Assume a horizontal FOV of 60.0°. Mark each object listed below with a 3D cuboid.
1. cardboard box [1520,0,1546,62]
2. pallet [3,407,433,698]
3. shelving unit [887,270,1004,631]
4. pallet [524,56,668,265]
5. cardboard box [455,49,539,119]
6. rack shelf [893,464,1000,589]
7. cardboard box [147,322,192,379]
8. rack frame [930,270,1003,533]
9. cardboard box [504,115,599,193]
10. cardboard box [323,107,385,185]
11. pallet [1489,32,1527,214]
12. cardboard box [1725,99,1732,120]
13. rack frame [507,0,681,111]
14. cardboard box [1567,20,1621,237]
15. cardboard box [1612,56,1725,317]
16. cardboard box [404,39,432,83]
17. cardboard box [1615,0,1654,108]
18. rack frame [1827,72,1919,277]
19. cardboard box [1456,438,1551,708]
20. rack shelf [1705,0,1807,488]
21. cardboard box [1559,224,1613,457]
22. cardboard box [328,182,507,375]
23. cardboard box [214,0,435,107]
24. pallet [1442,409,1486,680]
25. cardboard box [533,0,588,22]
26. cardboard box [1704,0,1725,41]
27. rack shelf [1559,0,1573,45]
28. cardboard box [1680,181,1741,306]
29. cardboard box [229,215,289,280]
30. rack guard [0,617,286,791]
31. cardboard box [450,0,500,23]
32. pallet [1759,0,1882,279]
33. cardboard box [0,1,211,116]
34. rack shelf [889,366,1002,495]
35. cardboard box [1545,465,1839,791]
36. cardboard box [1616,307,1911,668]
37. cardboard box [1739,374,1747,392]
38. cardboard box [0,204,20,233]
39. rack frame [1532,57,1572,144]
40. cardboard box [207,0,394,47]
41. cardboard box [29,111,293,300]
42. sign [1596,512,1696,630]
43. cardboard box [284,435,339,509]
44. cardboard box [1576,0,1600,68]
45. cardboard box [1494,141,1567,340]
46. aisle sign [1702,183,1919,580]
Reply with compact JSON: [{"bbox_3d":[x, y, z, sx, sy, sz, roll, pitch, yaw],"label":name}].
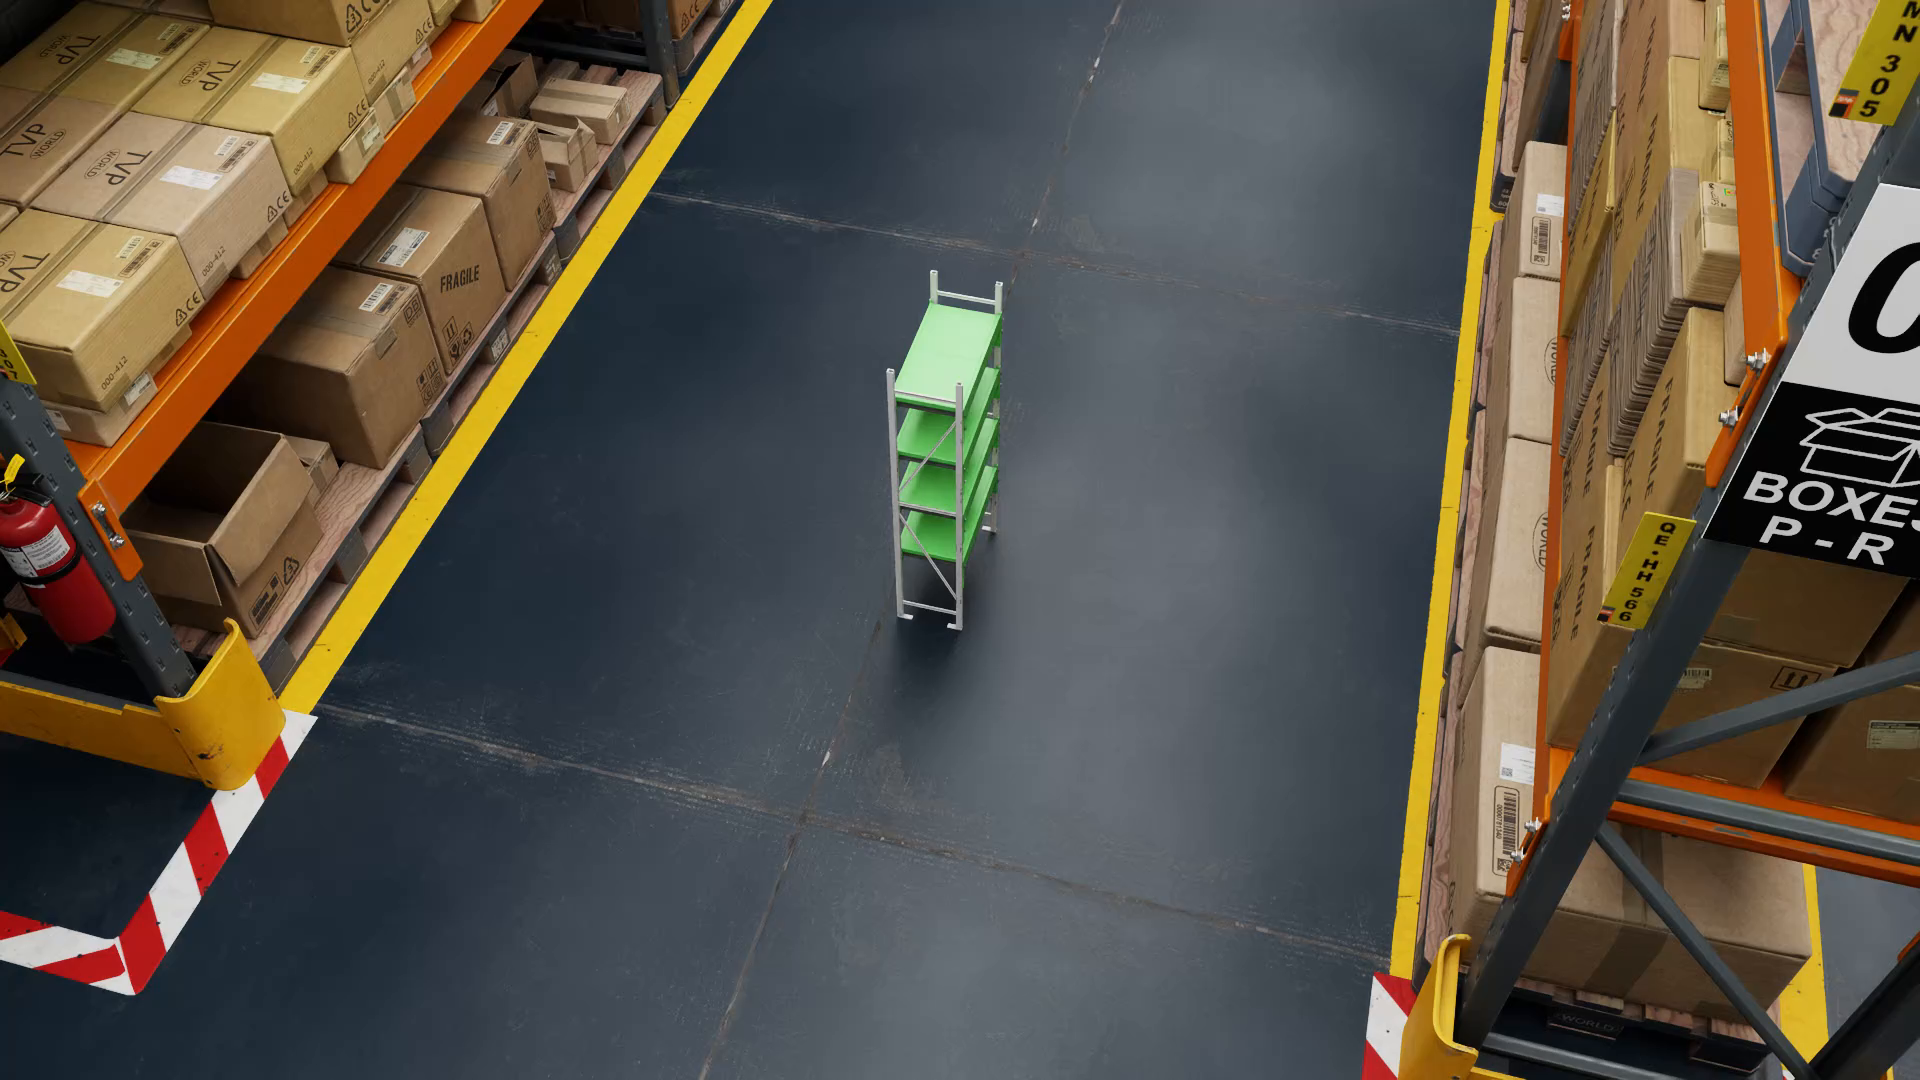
[{"bbox_3d":[3.235,-2.805,7.862,0.875,0.875,0.875,13,50,11],"label":"cardboard box"},{"bbox_3d":[-2.695,-0.042,6.147,1.003,0.211,1.213,12,50,10],"label":"pallet"},{"bbox_3d":[-0.044,-0.277,5.694,0.258,1.200,0.503,12,50,10],"label":"shelving unit"},{"bbox_3d":[-2.053,-1.807,7.704,1.003,0.211,1.213,12,50,10],"label":"pallet"},{"bbox_3d":[-2.273,-2.045,7.567,0.500,0.311,0.500,13,50,11],"label":"cardboard box"},{"bbox_3d":[-0.044,-0.076,5.922,0.258,0.148,0.480,12,50,10],"label":"rack shelf"},{"bbox_3d":[-2.550,-0.627,4.970,0.380,0.149,0.250,13,50,11],"label":"cardboard box"},{"bbox_3d":[0.021,-0.454,5.850,0.240,1.200,0.015,12,50,10],"label":"rack frame"},{"bbox_3d":[-1.828,-1.742,7.330,0.396,0.266,0.258,13,50,11],"label":"cardboard box"},{"bbox_3d":[-2.186,-1.356,5.614,0.380,0.149,0.250,10,49,9],"label":"cardboard box"},{"bbox_3d":[3.049,-1.900,7.786,1.003,0.211,1.213,12,50,10],"label":"pallet"},{"bbox_3d":[2.040,-0.975,3.944,0.380,0.149,0.250,11,50,10],"label":"cardboard box"},{"bbox_3d":[-1.871,-3.227,7.097,1.000,3.000,0.127,12,50,10],"label":"rack frame"},{"bbox_3d":[2.269,-1.273,5.307,0.500,0.500,0.500,12,50,10],"label":"cardboard box"},{"bbox_3d":[2.005,-0.857,4.272,0.500,0.500,0.500,11,50,10],"label":"cardboard box"},{"bbox_3d":[-2.135,-1.750,5.962,0.380,0.149,0.250,11,50,10],"label":"cardboard box"},{"bbox_3d":[2.275,-1.585,4.914,0.500,0.500,0.500,12,50,11],"label":"cardboard box"},{"bbox_3d":[1.866,-1.342,1.432,1.000,3.000,0.127,12,50,10],"label":"rack frame"},{"bbox_3d":[2.176,0.192,5.509,0.875,0.438,0.875,13,50,11],"label":"cardboard box"},{"bbox_3d":[2.392,-1.558,4.103,1.077,0.370,4.000,12,50,10],"label":"rack shelf"},{"bbox_3d":[2.010,-0.525,4.646,0.500,0.500,0.500,13,50,11],"label":"cardboard box"},{"bbox_3d":[-2.173,-1.042,6.556,0.500,0.500,0.500,12,50,11],"label":"cardboard box"},{"bbox_3d":[-2.168,-1.763,5.707,0.500,0.250,0.500,10,49,9],"label":"cardboard box"},{"bbox_3d":[2.324,0.093,6.027,1.003,0.211,1.213,12,50,10],"label":"pallet"},{"bbox_3d":[-2.027,-2.952,8.242,0.500,0.500,0.500,11,50,10],"label":"cardboard box"},{"bbox_3d":[2.137,-1.354,4.278,0.380,0.149,0.250,13,50,11],"label":"cardboard box"},{"bbox_3d":[3.445,-3.458,7.781,1.077,0.370,4.000,12,50,10],"label":"rack shelf"},{"bbox_3d":[1.797,-0.626,3.636,0.380,0.149,0.250,11,50,10],"label":"cardboard box"},{"bbox_3d":[-2.389,-0.995,5.295,0.380,0.149,0.250,13,50,11],"label":"cardboard box"},{"bbox_3d":[-2.904,0.439,5.529,1.175,0.500,0.348,12,50,10],"label":"rack guard"},{"bbox_3d":[-1.939,-2.103,6.273,0.380,0.149,0.250,11,49,9],"label":"cardboard box"},{"bbox_3d":[2.051,-0.858,3.065,1.003,0.211,1.213,12,50,10],"label":"pallet"},{"bbox_3d":[-2.787,-1.497,5.472,0.500,0.250,0.500,13,50,11],"label":"cardboard box"},{"bbox_3d":[-0.044,-0.394,5.562,0.258,0.148,0.480,12,50,10],"label":"rack shelf"},{"bbox_3d":[1.737,0.209,3.998,0.500,0.500,0.500,12,50,10],"label":"cardboard box"},{"bbox_3d":[1.763,-0.116,3.618,0.500,0.500,0.500,13,50,11],"label":"cardboard box"},{"bbox_3d":[1.767,-0.234,3.290,0.380,0.149,0.250,12,50,11],"label":"cardboard box"},{"bbox_3d":[-3.059,-0.767,4.828,0.500,0.250,0.500,13,50,11],"label":"cardboard box"},{"bbox_3d":[2.918,-2.250,6.235,1.000,3.000,0.127,12,50,10],"label":"rack frame"},{"bbox_3d":[-2.150,-1.990,5.407,0.500,0.500,0.500,13,50,11],"label":"cardboard box"},{"bbox_3d":[-2.412,-1.022,5.053,0.500,0.250,0.500,12,50,10],"label":"cardboard box"},{"bbox_3d":[1.346,0.065,3.262,0.100,0.325,0.005,12,50,10],"label":"sign"},{"bbox_3d":[-2.522,-0.252,6.093,0.380,0.149,0.250,10,49,9],"label":"cardboard box"},{"bbox_3d":[2.542,-1.995,5.944,0.500,0.500,0.500,13,50,11],"label":"cardboard box"},{"bbox_3d":[2.650,-1.108,6.656,0.875,0.438,0.875,11,49,9],"label":"cardboard box"},{"bbox_3d":[1.548,-0.226,2.715,0.394,0.787,0.004,12,50,10],"label":"aisle sign"}]
